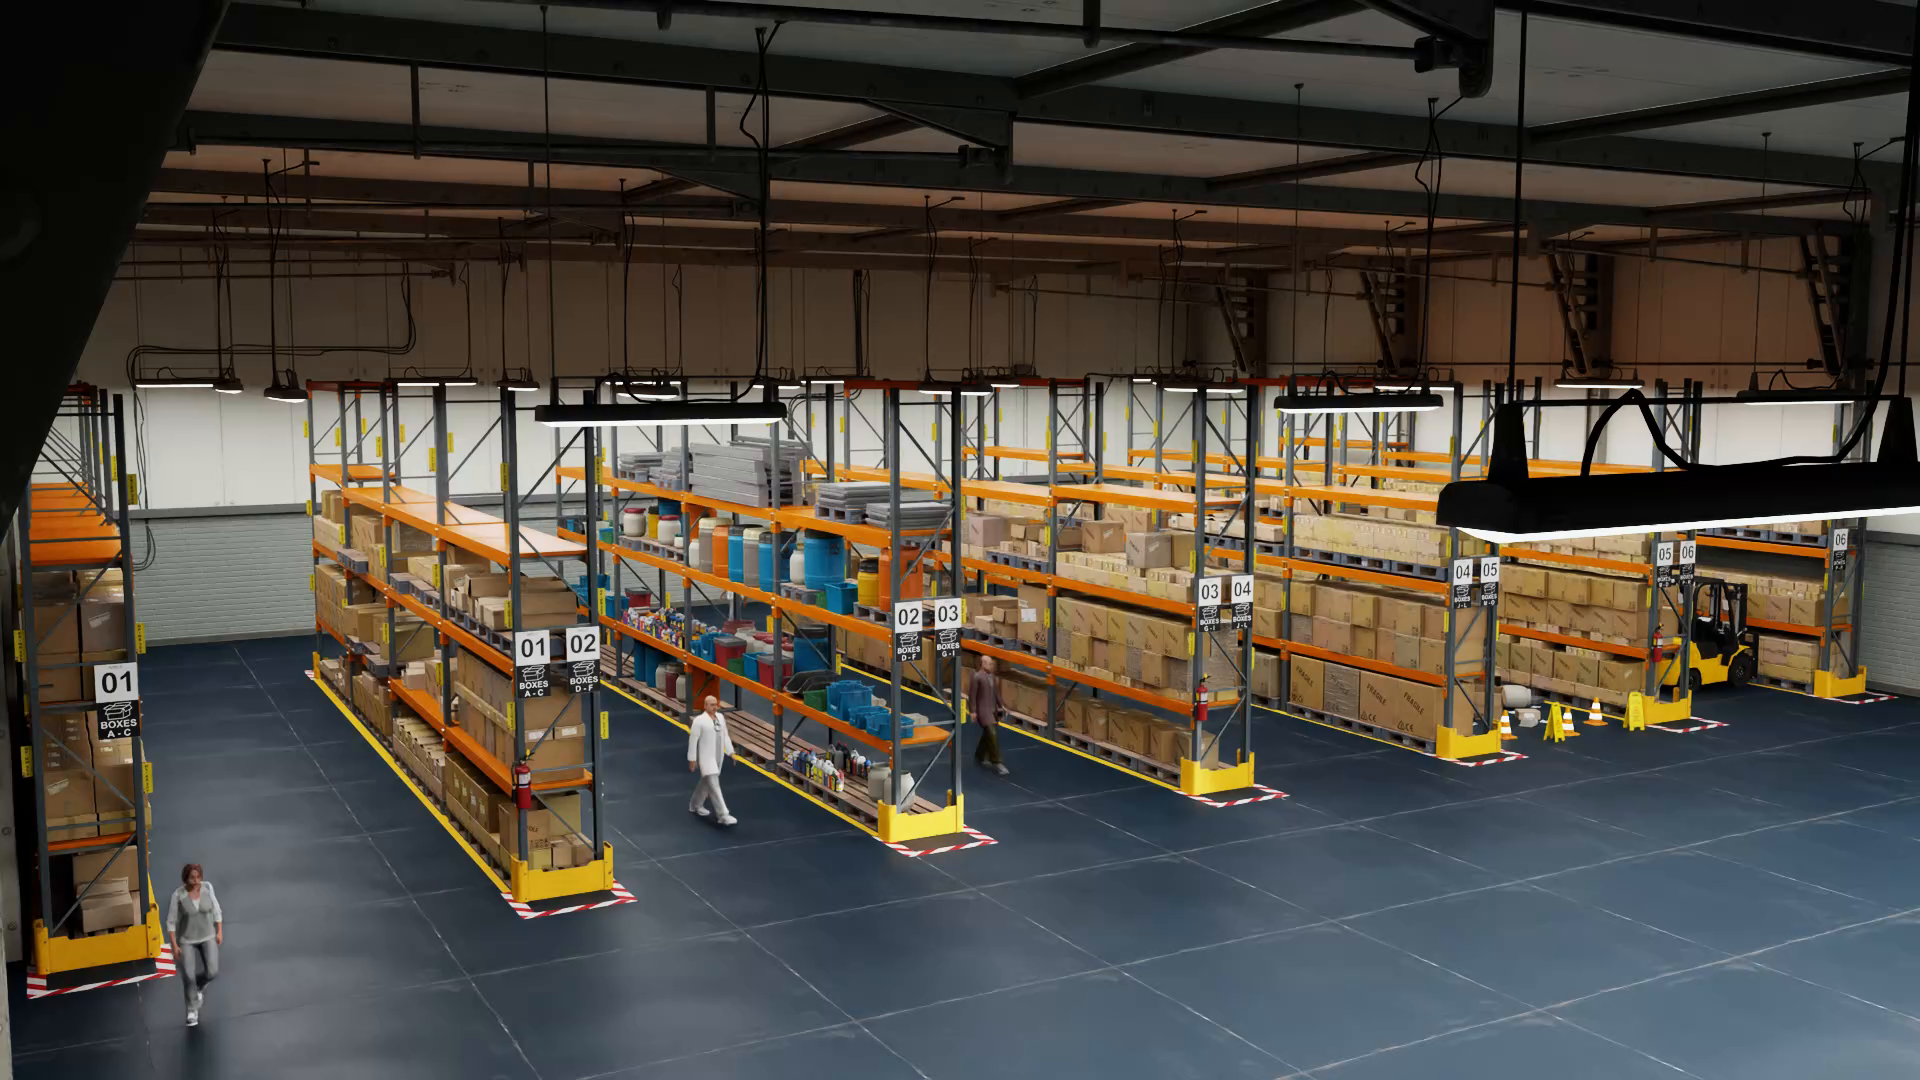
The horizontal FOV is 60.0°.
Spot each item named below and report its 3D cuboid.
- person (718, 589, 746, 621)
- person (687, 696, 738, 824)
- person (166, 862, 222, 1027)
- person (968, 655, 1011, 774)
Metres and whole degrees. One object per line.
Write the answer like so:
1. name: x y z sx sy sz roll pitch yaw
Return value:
1. person: -5.319 1.395 38.525 0.427 1.647 0.871 6 8 43
2. person: -3.379 3.011 22.944 1.119 1.726 0.596 3 7 30
3. person: -7.393 3.855 16.049 0.498 1.587 0.452 -5 8 -37
4. person: 0.522 2.712 25.969 0.836 1.792 0.602 4 7 32
